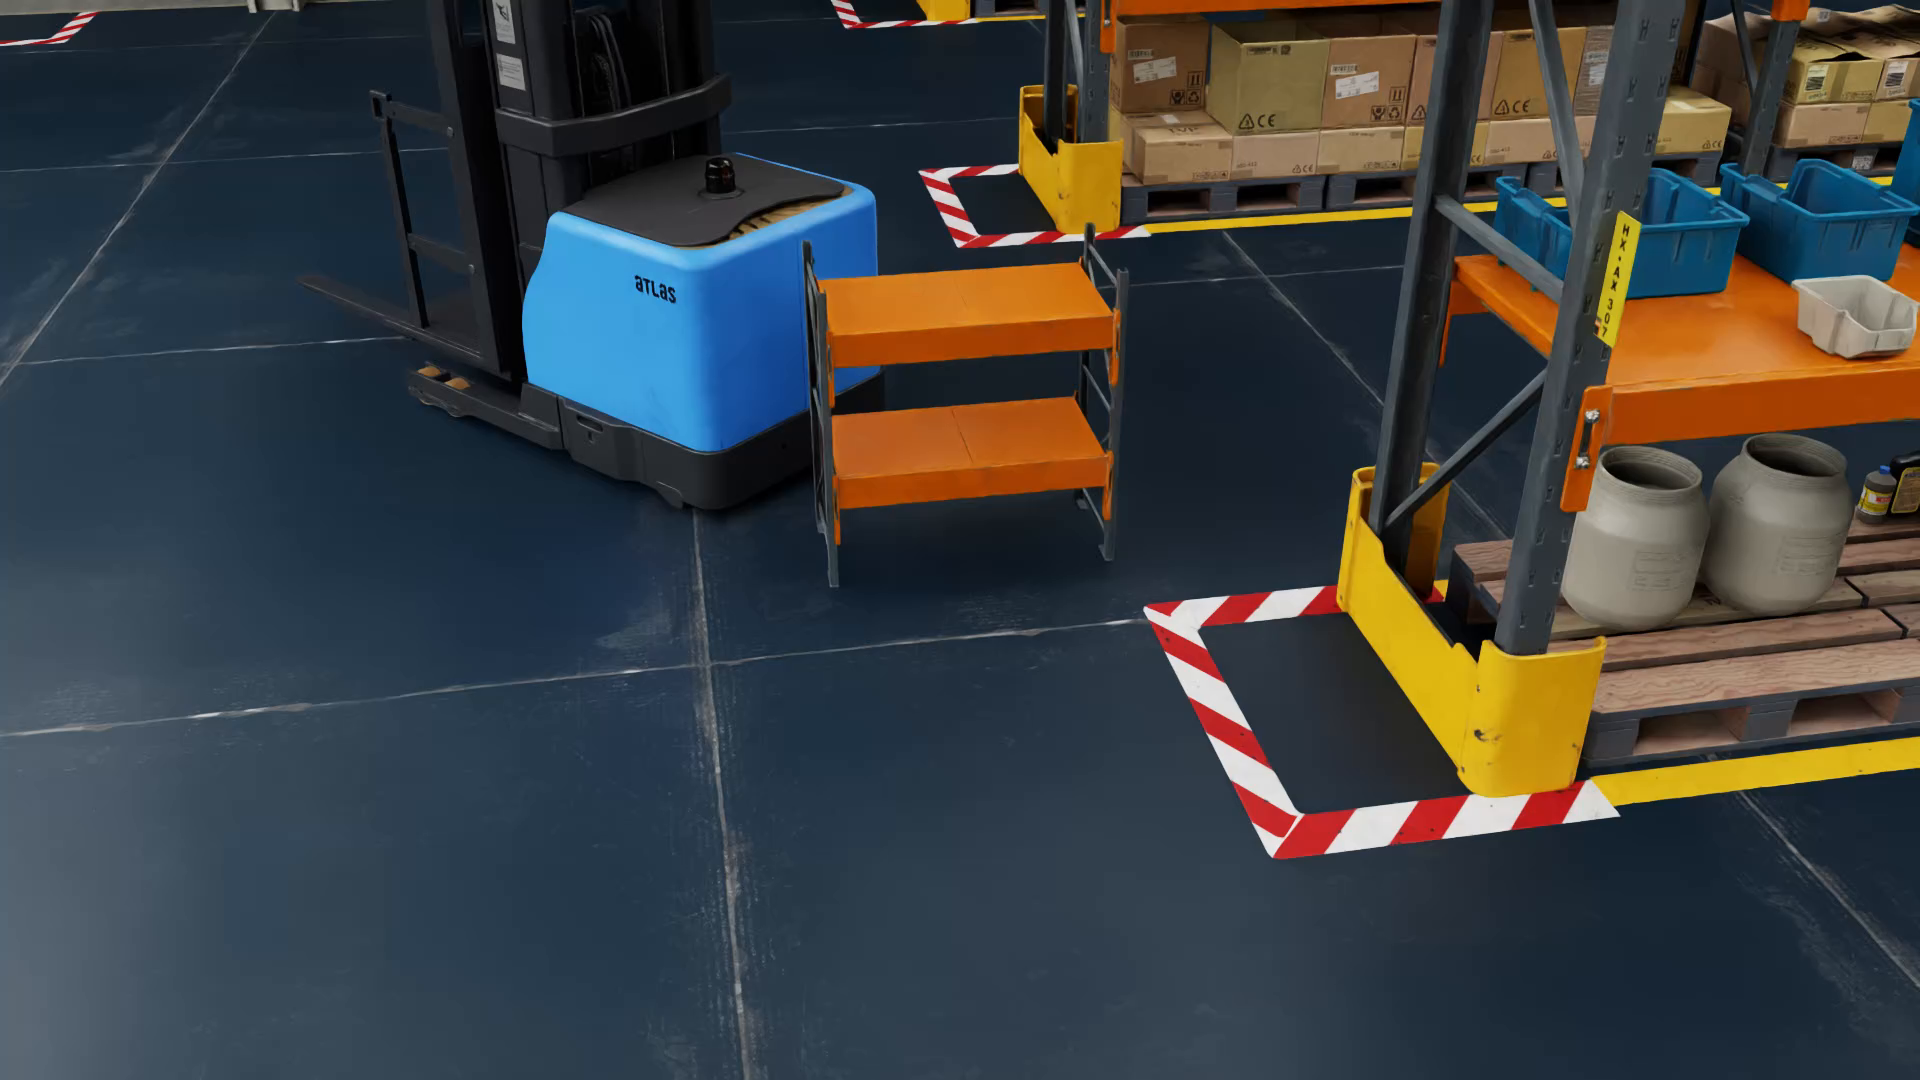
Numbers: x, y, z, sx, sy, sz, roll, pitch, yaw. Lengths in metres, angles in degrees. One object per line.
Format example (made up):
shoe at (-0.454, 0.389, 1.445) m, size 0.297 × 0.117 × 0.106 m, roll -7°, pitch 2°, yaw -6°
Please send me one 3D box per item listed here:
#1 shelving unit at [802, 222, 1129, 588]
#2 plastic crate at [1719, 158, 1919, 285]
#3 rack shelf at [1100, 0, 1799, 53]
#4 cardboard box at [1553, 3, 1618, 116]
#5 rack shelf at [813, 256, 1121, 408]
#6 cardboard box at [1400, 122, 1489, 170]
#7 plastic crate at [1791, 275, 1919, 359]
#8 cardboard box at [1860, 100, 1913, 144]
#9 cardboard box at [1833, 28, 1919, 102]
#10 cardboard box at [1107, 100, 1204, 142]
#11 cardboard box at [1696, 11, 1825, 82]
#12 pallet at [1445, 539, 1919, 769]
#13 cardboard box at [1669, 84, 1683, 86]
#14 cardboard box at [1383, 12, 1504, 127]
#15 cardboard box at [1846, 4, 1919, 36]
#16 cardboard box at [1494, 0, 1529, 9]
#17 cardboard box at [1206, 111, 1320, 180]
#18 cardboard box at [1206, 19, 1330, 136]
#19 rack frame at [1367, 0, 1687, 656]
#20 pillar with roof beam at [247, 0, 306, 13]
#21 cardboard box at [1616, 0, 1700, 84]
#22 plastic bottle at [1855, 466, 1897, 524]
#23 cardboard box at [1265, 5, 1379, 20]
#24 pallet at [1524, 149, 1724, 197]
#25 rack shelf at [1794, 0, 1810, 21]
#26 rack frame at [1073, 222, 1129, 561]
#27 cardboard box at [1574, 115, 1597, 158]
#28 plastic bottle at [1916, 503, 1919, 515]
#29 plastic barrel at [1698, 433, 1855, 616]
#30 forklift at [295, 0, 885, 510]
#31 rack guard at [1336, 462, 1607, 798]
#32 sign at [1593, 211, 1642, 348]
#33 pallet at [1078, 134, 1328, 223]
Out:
shelving unit at (0.007, -0.486, 5.966) m, size 1.048 × 1.125 × 0.538 m, roll -5°, pitch 31°, yaw -9°
plastic crate at (2.607, -0.985, 5.112) m, size 0.408 × 0.251 × 0.499 m, roll -5°, pitch 31°, yaw -9°
rack shelf at (2.607, -3.140, 9.341) m, size 4.000 × 0.370 × 1.077 m, roll -5°, pitch 31°, yaw -9°
cardboard box at (3.664, -2.761, 9.544) m, size 0.500 × 0.500 × 0.500 m, roll -5°, pitch 31°, yaw -9°
rack shelf at (0.007, -0.738, 5.818) m, size 1.000 × 0.278 × 0.538 m, roll -5°, pitch 31°, yaw -9°
cardboard box at (2.683, -2.337, 9.564) m, size 0.500 × 0.250 × 0.500 m, roll -5°, pitch 31°, yaw -9°
plastic crate at (2.467, -0.605, 4.580) m, size 0.250 × 0.136 × 0.298 m, roll -5°, pitch 31°, yaw -9°
cardboard box at (5.519, -2.588, 9.990) m, size 0.500 × 0.250 × 0.500 m, roll -5°, pitch 31°, yaw -8°
cardboard box at (5.519, -2.827, 9.843) m, size 0.500 × 0.311 × 0.500 m, roll -6°, pitch 31°, yaw -10°
cardboard box at (1.114, -2.460, 9.772) m, size 0.500 × 0.250 × 0.500 m, roll -5°, pitch 31°, yaw -9°
cardboard box at (4.921, -3.050, 10.223) m, size 0.500 × 0.311 × 0.500 m, roll -5°, pitch 31°, yaw -9°
pallet at (2.395, 0.303, 5.527) m, size 1.213 × 0.211 × 1.003 m, roll -5°, pitch 31°, yaw -9°
cardboard box at (4.064, -2.737, 10.244) m, size 0.500 × 0.250 × 0.500 m, roll -5°, pitch 31°, yaw -9°
cardboard box at (2.683, -2.660, 9.373) m, size 0.500 × 0.500 × 0.500 m, roll -5°, pitch 31°, yaw -9°
cardboard box at (5.923, -3.145, 10.385) m, size 0.500 × 0.311 × 0.500 m, roll -5°, pitch 31°, yaw -9°
cardboard box at (3.078, -2.974, 9.907) m, size 0.500 × 0.500 × 0.500 m, roll -5°, pitch 31°, yaw -9°
cardboard box at (1.699, -2.249, 9.414) m, size 0.500 × 0.250 × 0.500 m, roll -5°, pitch 31°, yaw -9°
cardboard box at (1.699, -2.571, 9.222) m, size 0.500 × 0.500 × 0.500 m, roll -5°, pitch 31°, yaw -9°
rack frame at (1.528, -0.798, 4.647) m, size 0.127 × 3.000 × 1.000 m, roll -5°, pitch 31°, yaw -9°
pillar with roof beam at (-4.850, -6.124, 7.787) m, size 0.400 × 9.000 × 9.100 m, roll -5°, pitch 31°, yaw -9°
cardboard box at (4.062, -3.066, 10.063) m, size 0.500 × 0.500 × 0.500 m, roll -5°, pitch 31°, yaw -9°
plastic bottle at (3.256, -0.167, 5.902) m, size 0.097 × 0.201 × 0.097 m, roll 0°, pitch 30°, yaw 0°
cardboard box at (2.095, -2.883, 9.751) m, size 0.500 × 0.500 × 0.500 m, roll -5°, pitch 31°, yaw -9°
pallet at (3.785, -2.379, 10.088) m, size 1.213 × 0.211 × 1.003 m, roll -5°, pitch 31°, yaw -9°
rack shelf at (6.542, -3.505, 9.962) m, size 4.000 × 0.370 × 1.077 m, roll -5°, pitch 31°, yaw -9°
rack frame at (0.507, -0.532, 6.045) m, size 0.032 × 1.125 × 0.500 m, roll -5°, pitch 31°, yaw -9°
cardboard box at (3.664, -2.436, 9.733) m, size 0.500 × 0.250 × 0.500 m, roll -5°, pitch 31°, yaw -9°
plastic bottle at (3.509, -0.209, 5.899) m, size 0.135 × 0.276 × 0.152 m, roll -5°, pitch 31°, yaw -9°
plastic barrel at (2.655, -0.050, 5.416) m, size 0.421 × 0.512 × 0.421 m, roll 0°, pitch 30°, yaw 0°
forklift at (-1.781, -1.978, 6.722) m, size 3.031 × 2.935 × 1.130 m, roll 22°, pitch 37°, yaw 32°
rack guard at (1.595, 0.250, 5.332) m, size 0.348 × 0.500 × 1.175 m, roll -5°, pitch 31°, yaw -9°
sign at (1.623, -0.642, 4.110) m, size 0.005 × 0.325 × 0.100 m, roll -5°, pitch 31°, yaw -9°
pallet at (1.385, -2.156, 9.709) m, size 1.213 × 0.211 × 1.003 m, roll -5°, pitch 31°, yaw -9°
